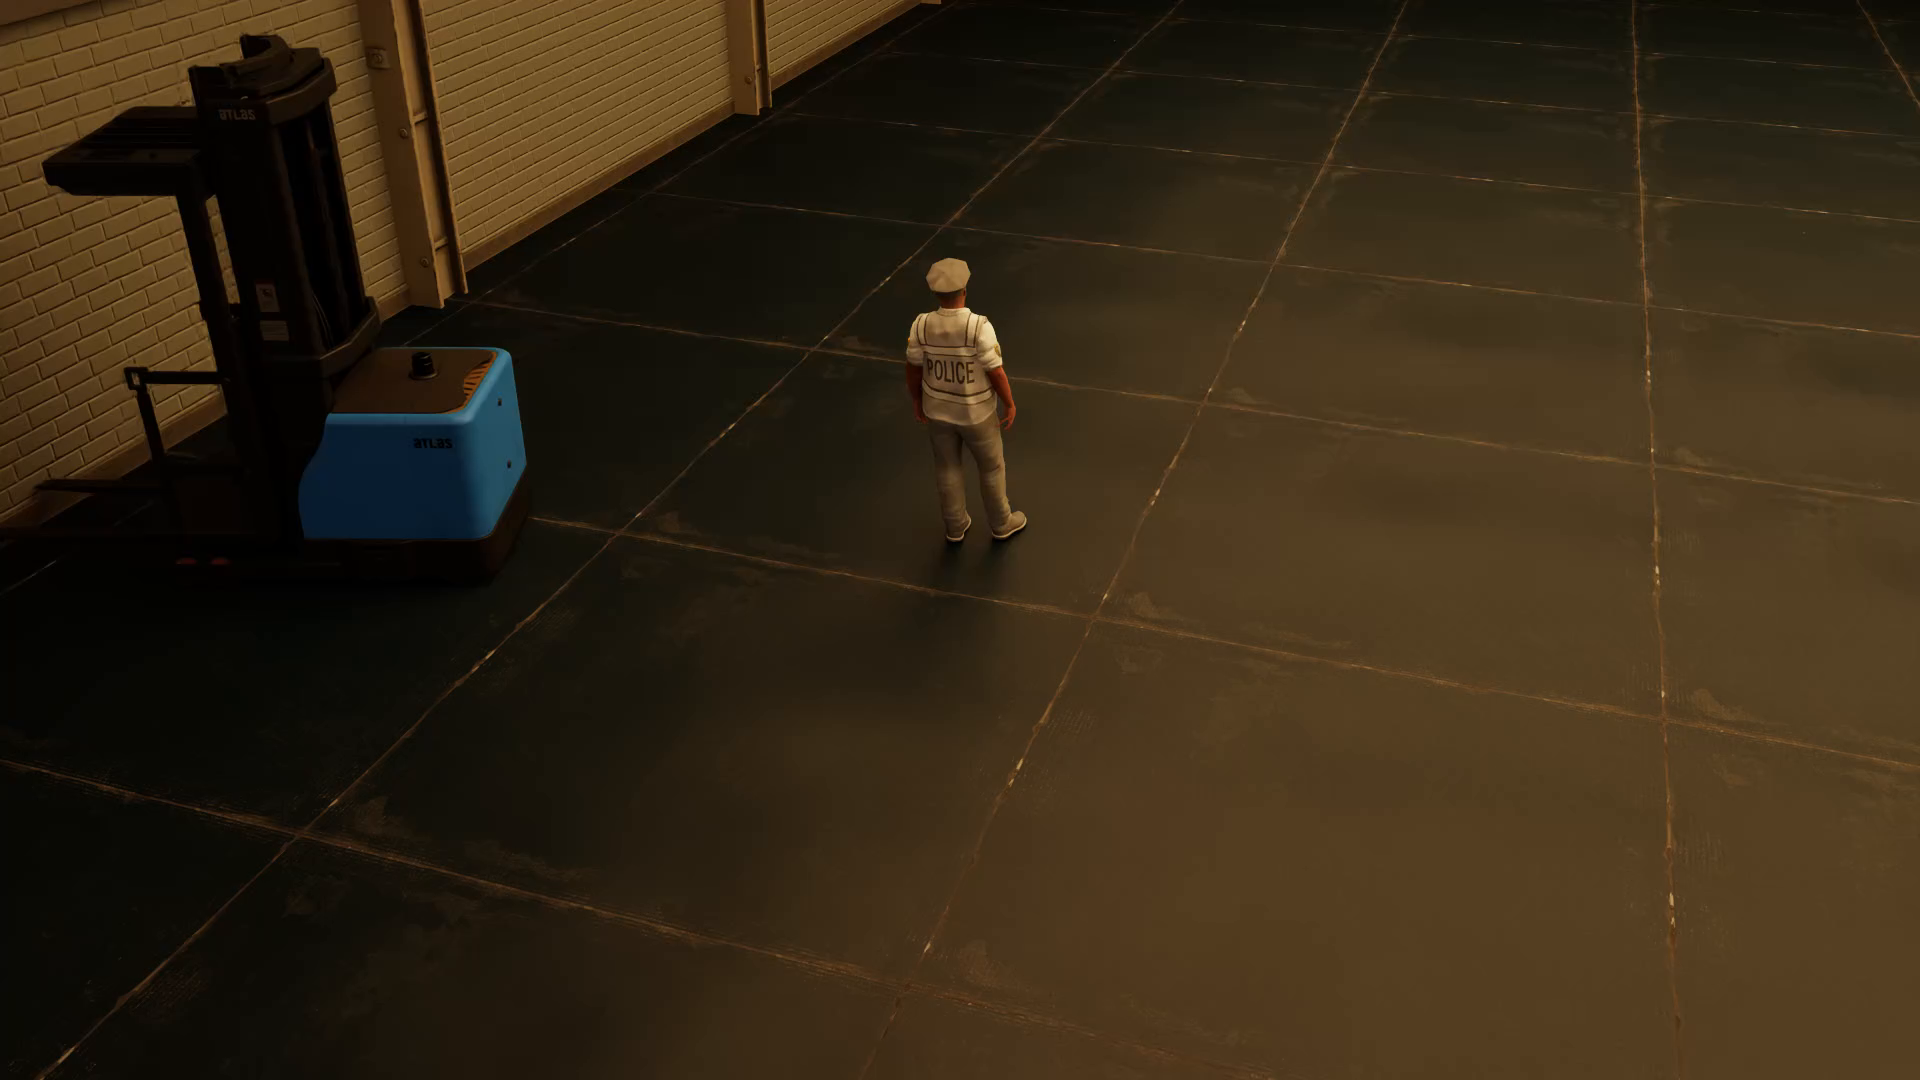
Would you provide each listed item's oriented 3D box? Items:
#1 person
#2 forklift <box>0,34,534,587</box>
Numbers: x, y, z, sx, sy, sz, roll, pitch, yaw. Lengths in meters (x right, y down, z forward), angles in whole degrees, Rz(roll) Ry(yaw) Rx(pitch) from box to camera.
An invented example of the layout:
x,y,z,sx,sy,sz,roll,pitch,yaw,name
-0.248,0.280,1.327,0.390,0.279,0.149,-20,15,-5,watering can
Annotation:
x,y,z,sx,sy,sz,roll,pitch,yaw,name
0.036,-0.816,9.712,0.641,1.781,0.574,10,31,16,person
-4.185,-1.267,9.358,3.031,2.935,1.130,0,30,0,forklift
